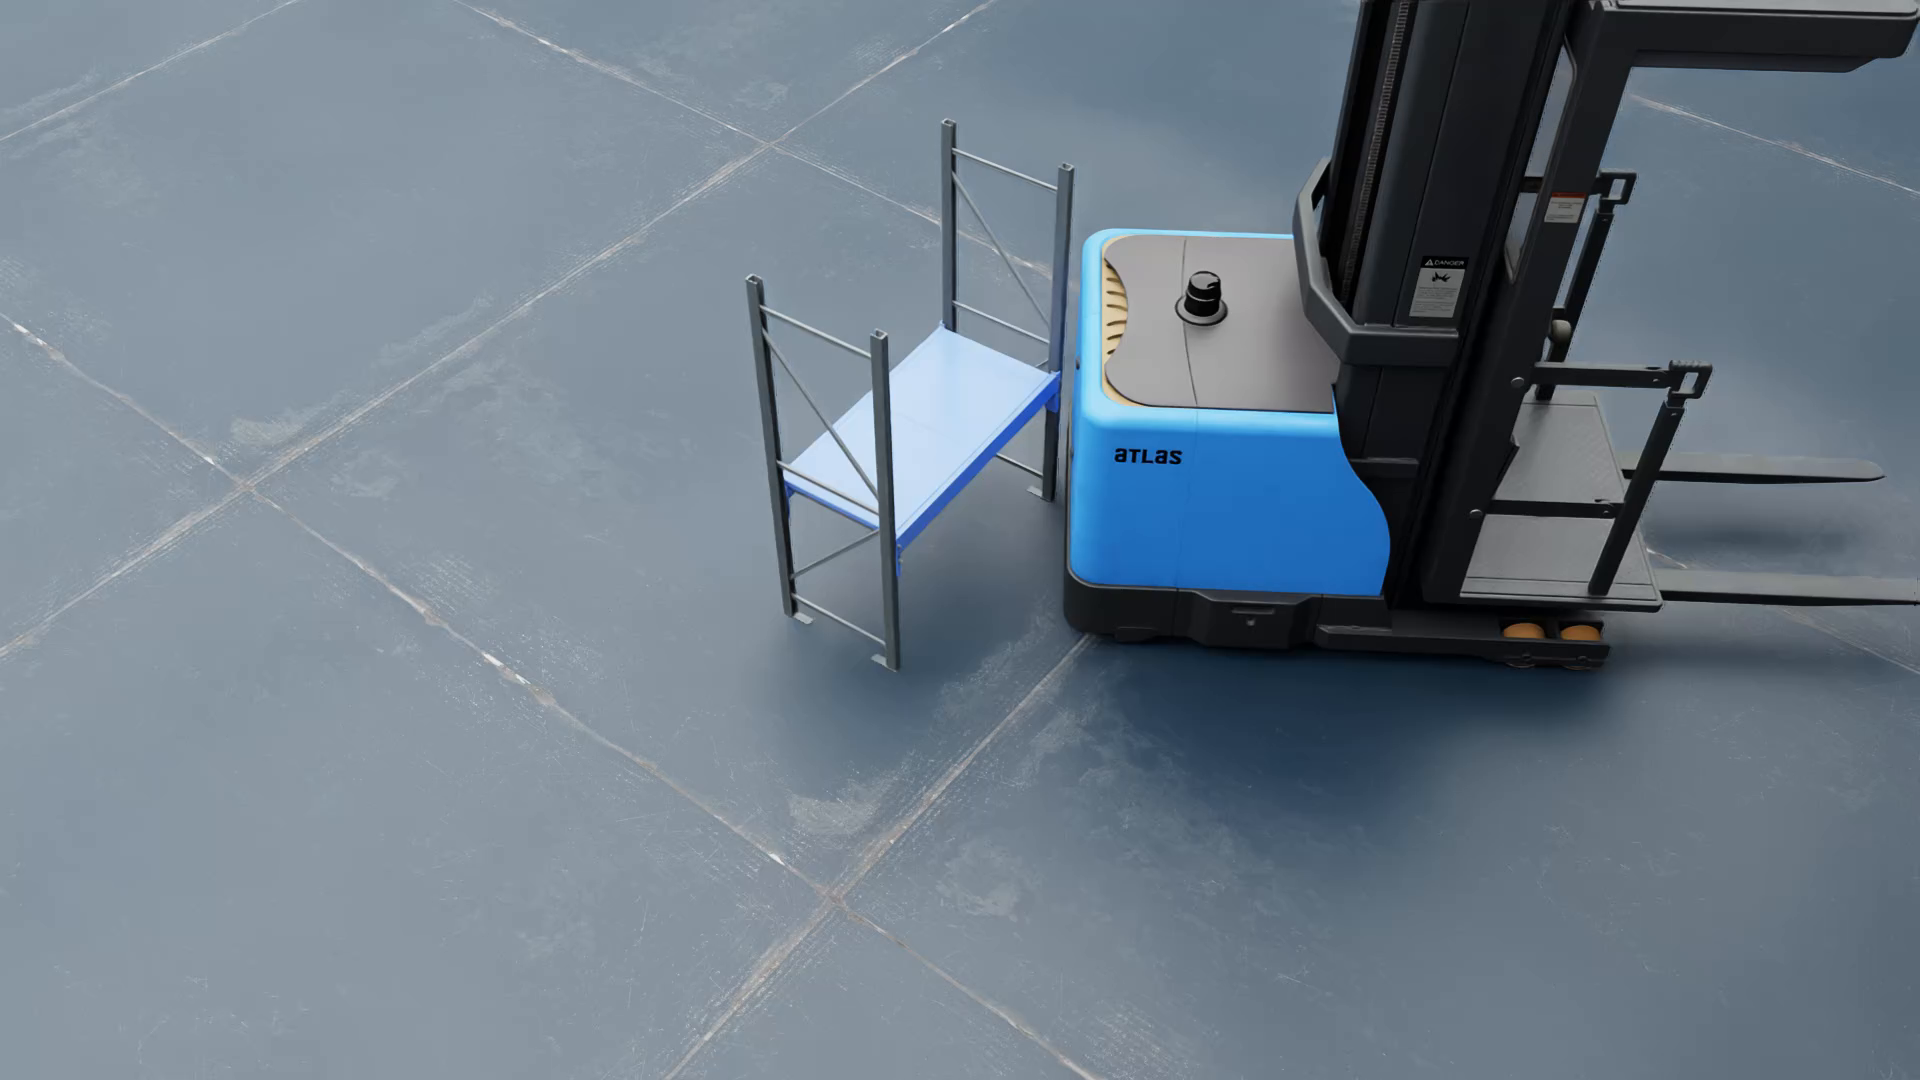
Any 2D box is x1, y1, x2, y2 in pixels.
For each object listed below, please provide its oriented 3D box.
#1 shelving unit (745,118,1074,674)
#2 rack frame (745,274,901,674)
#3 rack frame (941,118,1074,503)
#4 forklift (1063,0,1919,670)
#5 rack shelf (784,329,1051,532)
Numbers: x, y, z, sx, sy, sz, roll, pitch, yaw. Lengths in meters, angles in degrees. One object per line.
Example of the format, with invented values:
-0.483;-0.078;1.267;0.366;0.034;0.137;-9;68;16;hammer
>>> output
-0.135;-0.466;5.658;0.500;1.500;1.048;26;52;23;shelving unit
-0.420;-0.162;5.367;0.500;1.500;0.032;26;52;23;rack frame
0.151;-0.770;5.948;0.500;1.500;0.032;26;52;23;rack frame
1.904;-0.957;5.138;3.031;2.935;1.130;2;46;2;forklift
-0.135;-0.375;5.753;0.459;0.062;0.952;26;52;23;rack shelf
